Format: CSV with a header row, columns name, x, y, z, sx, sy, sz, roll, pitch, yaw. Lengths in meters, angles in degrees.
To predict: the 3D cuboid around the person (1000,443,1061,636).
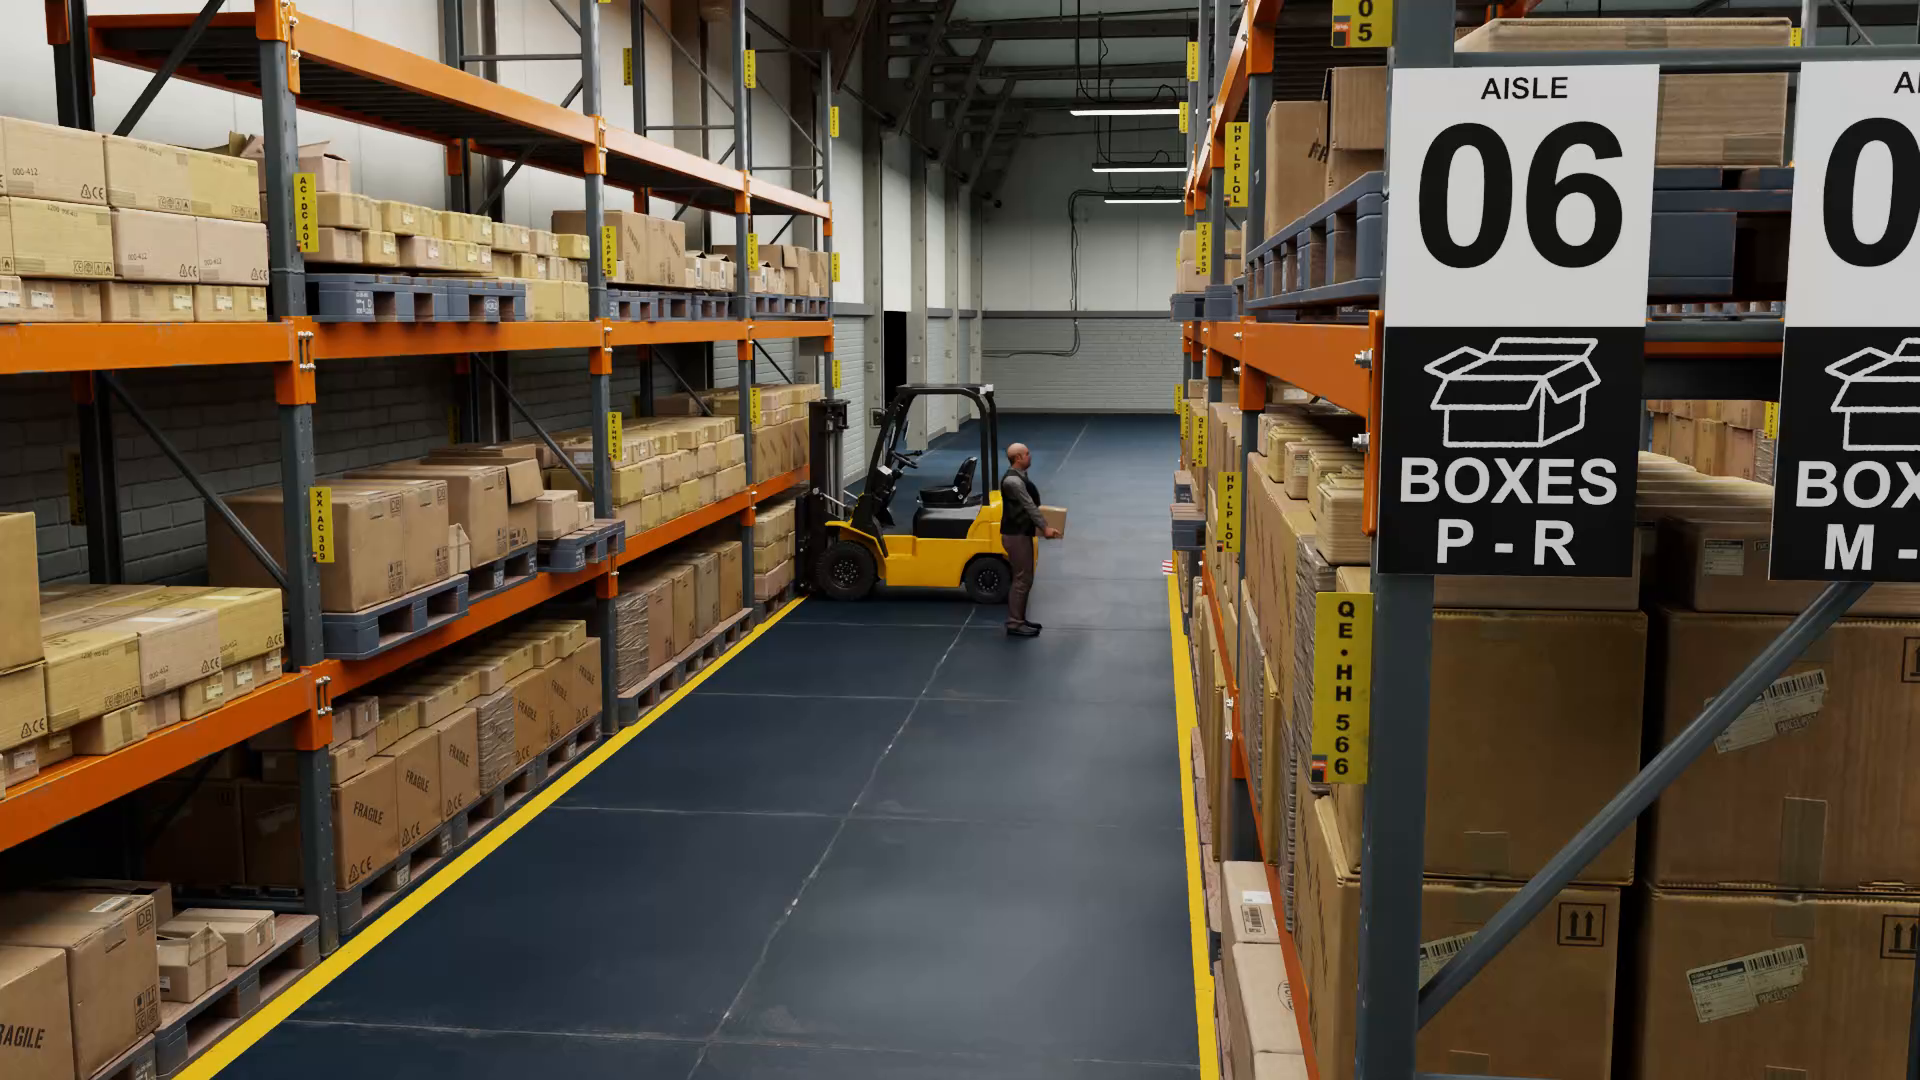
name,x,y,z,sx,sy,sz,roll,pitch,yaw
person,0.640,-0.015,15.024,0.555,1.718,0.495,1,8,7
